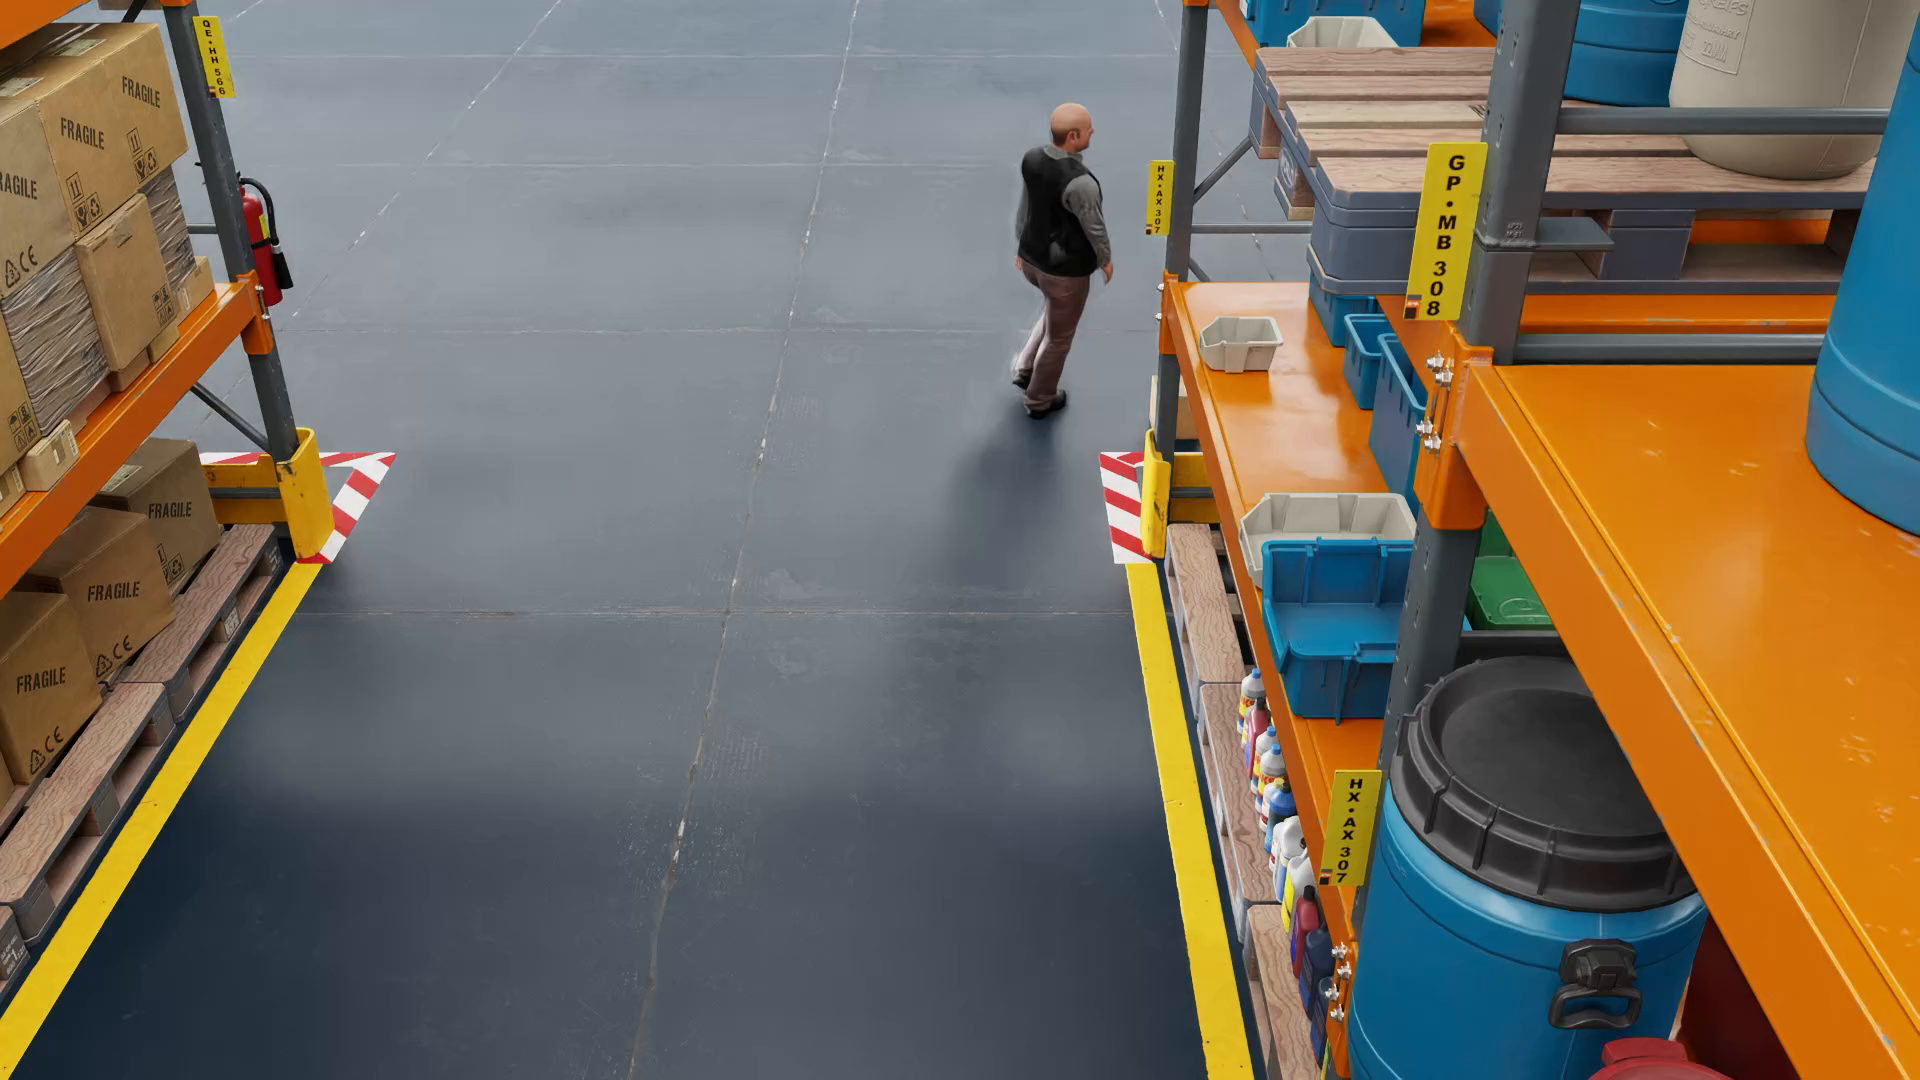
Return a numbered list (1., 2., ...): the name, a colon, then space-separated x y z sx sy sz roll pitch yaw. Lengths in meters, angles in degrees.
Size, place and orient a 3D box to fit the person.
1. person: 0.523 -1.408 8.462 0.452 1.712 0.639 -19 36 -28
